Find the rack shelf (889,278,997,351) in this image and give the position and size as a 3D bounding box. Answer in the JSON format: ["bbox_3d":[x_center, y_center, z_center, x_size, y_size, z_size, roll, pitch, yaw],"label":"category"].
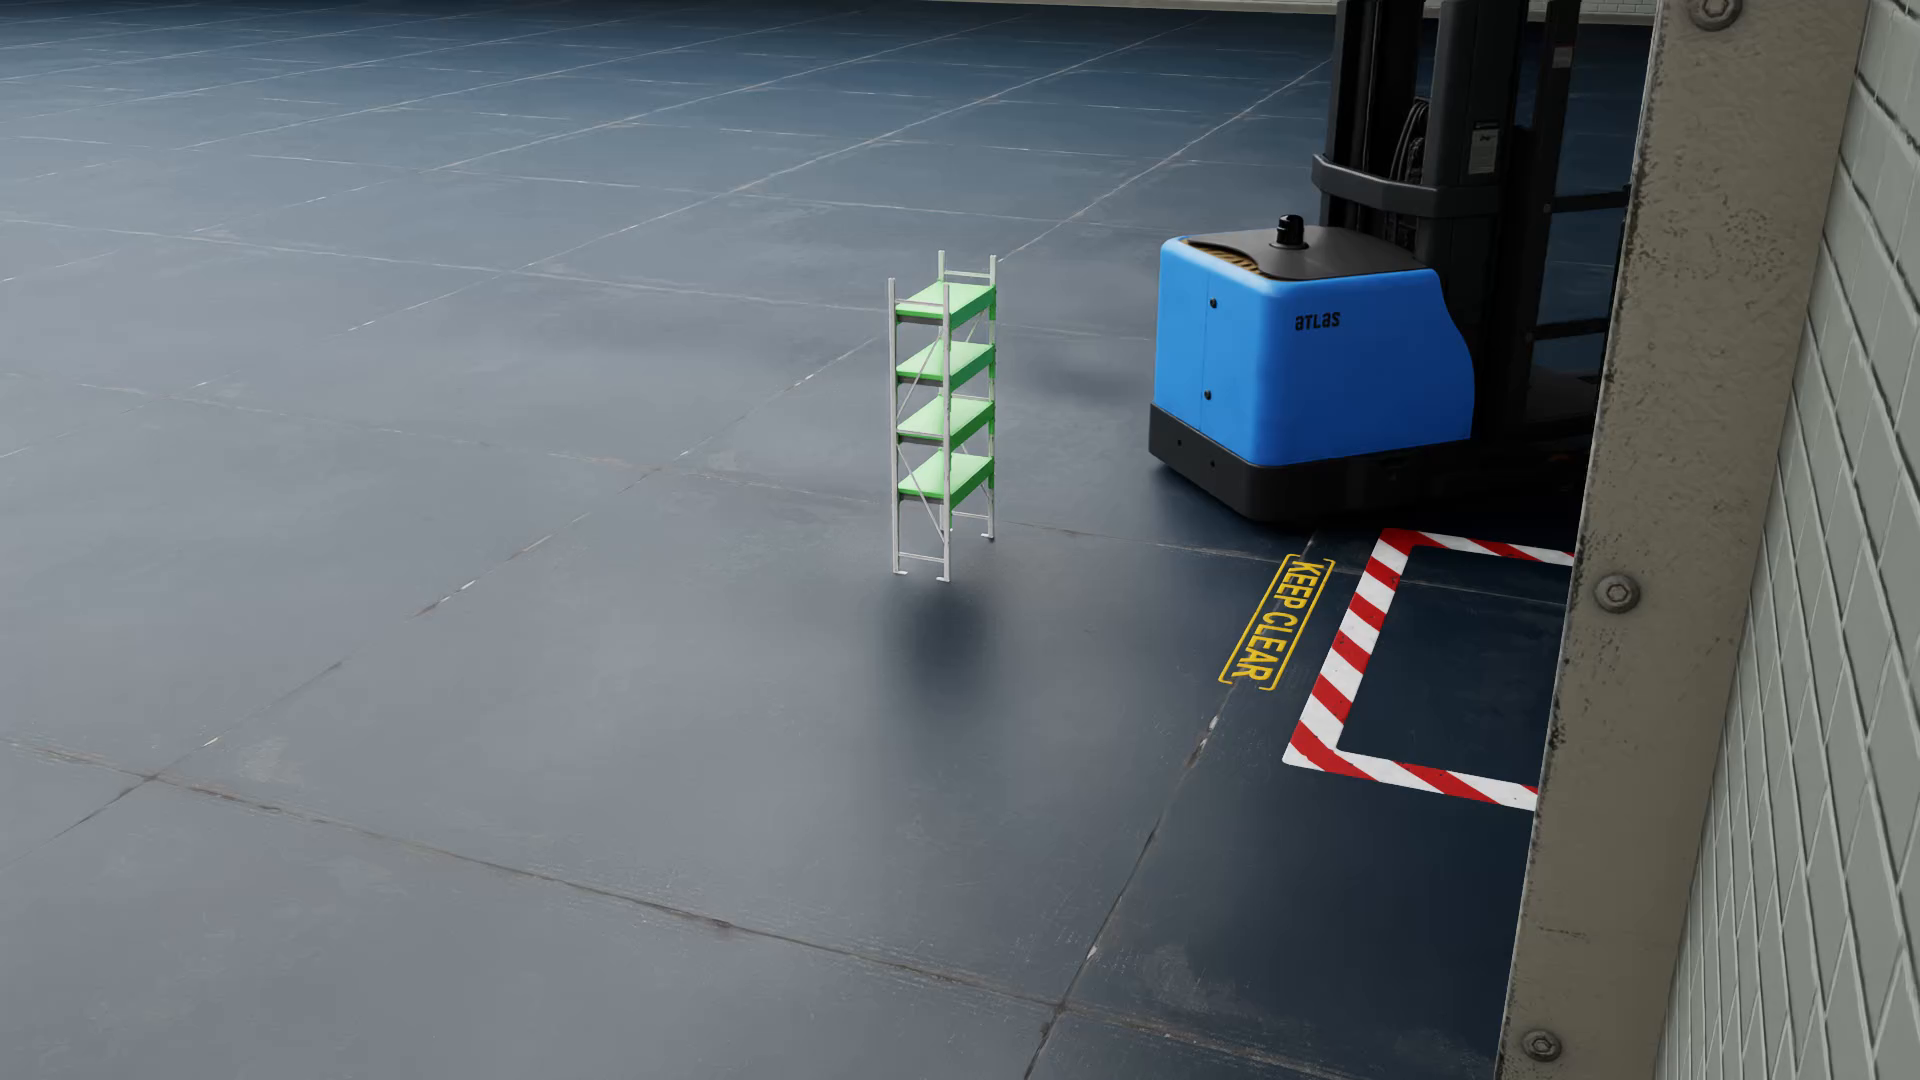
[{"bbox_3d":[-0.061,-0.878,6.452,0.258,0.148,0.480,9,24,20],"label":"rack shelf"}]

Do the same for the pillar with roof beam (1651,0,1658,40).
[{"bbox_3d":[6.273,-12.012,24.066,9.100,9.000,0.400,9,24,20],"label":"pillar with roof beam"}]

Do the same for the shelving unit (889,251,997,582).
[{"bbox_3d":[-0.061,-0.494,6.612,0.258,1.200,0.503,9,24,20],"label":"shelving unit"}]

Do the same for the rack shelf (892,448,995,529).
[{"bbox_3d":[-0.061,-0.214,6.730,0.258,0.148,0.480,9,24,20],"label":"rack shelf"}]

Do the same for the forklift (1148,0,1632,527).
[{"bbox_3d":[2.453,-1.753,7.379,3.031,2.935,1.130,-9,24,-20],"label":"forklift"}]

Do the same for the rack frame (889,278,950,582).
[{"bbox_3d":[-0.152,-0.407,6.403,0.240,1.200,0.015,9,24,20],"label":"rack frame"}]

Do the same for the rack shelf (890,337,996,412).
[{"bbox_3d":[-0.061,-0.657,6.545,0.258,0.148,0.480,9,24,20],"label":"rack shelf"}]

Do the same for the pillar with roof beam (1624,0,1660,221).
[{"bbox_3d":[-0.413,-5.570,8.645,9.100,9.000,0.400,9,24,20],"label":"pillar with roof beam"}]

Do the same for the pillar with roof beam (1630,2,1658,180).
[{"bbox_3d":[1.816,-7.717,13.786,9.100,9.000,0.400,9,24,20],"label":"pillar with roof beam"}]

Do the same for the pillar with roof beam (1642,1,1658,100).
[{"bbox_3d":[4.044,-9.864,18.926,9.100,9.000,0.400,9,24,20],"label":"pillar with roof beam"}]

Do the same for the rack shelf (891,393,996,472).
[{"bbox_3d":[-0.061,-0.435,6.637,0.258,0.148,0.480,9,24,20],"label":"rack shelf"}]

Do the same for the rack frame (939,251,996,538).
[{"bbox_3d":[0.029,-0.582,6.821,0.240,1.200,0.015,9,24,20],"label":"rack frame"}]
